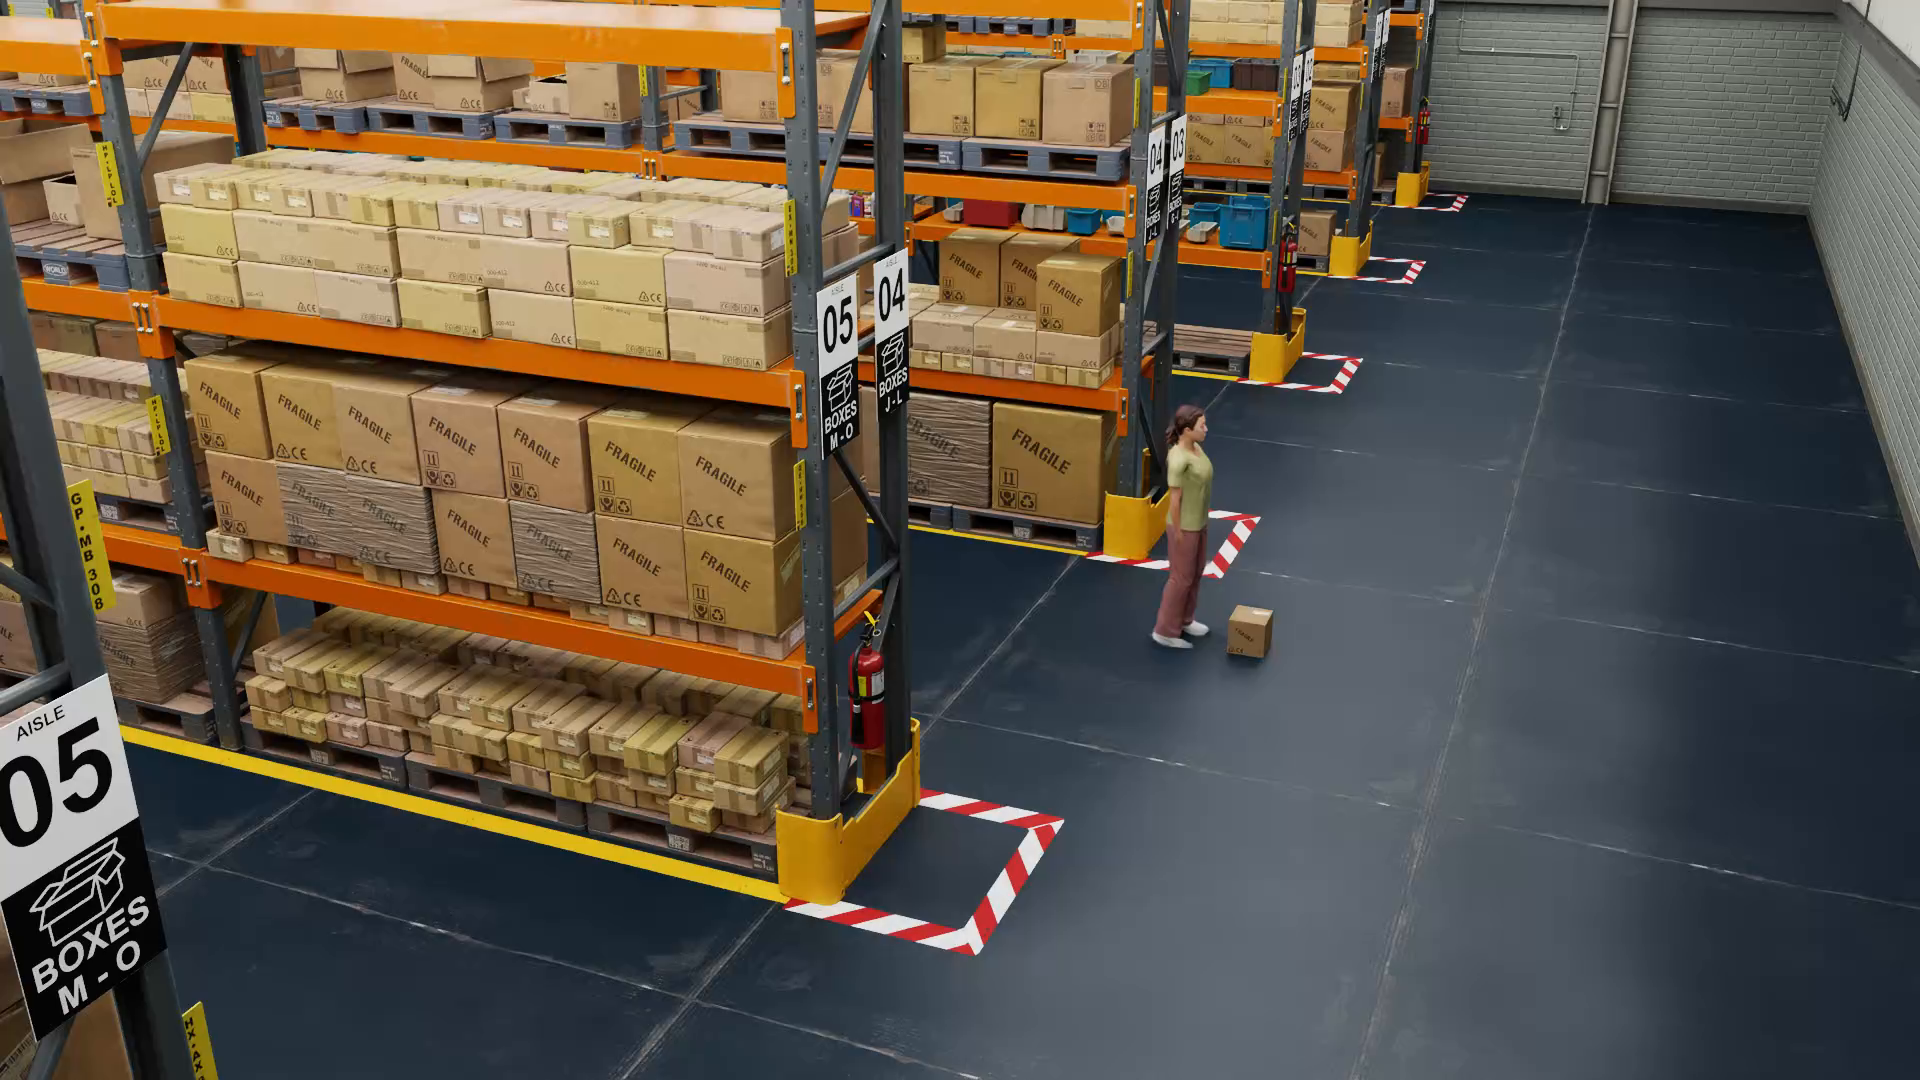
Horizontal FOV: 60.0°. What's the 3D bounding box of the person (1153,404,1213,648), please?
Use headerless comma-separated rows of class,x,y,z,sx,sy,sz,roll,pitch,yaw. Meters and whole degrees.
person,1.516,-0.092,11.193,0.362,1.701,0.440,9,24,21
